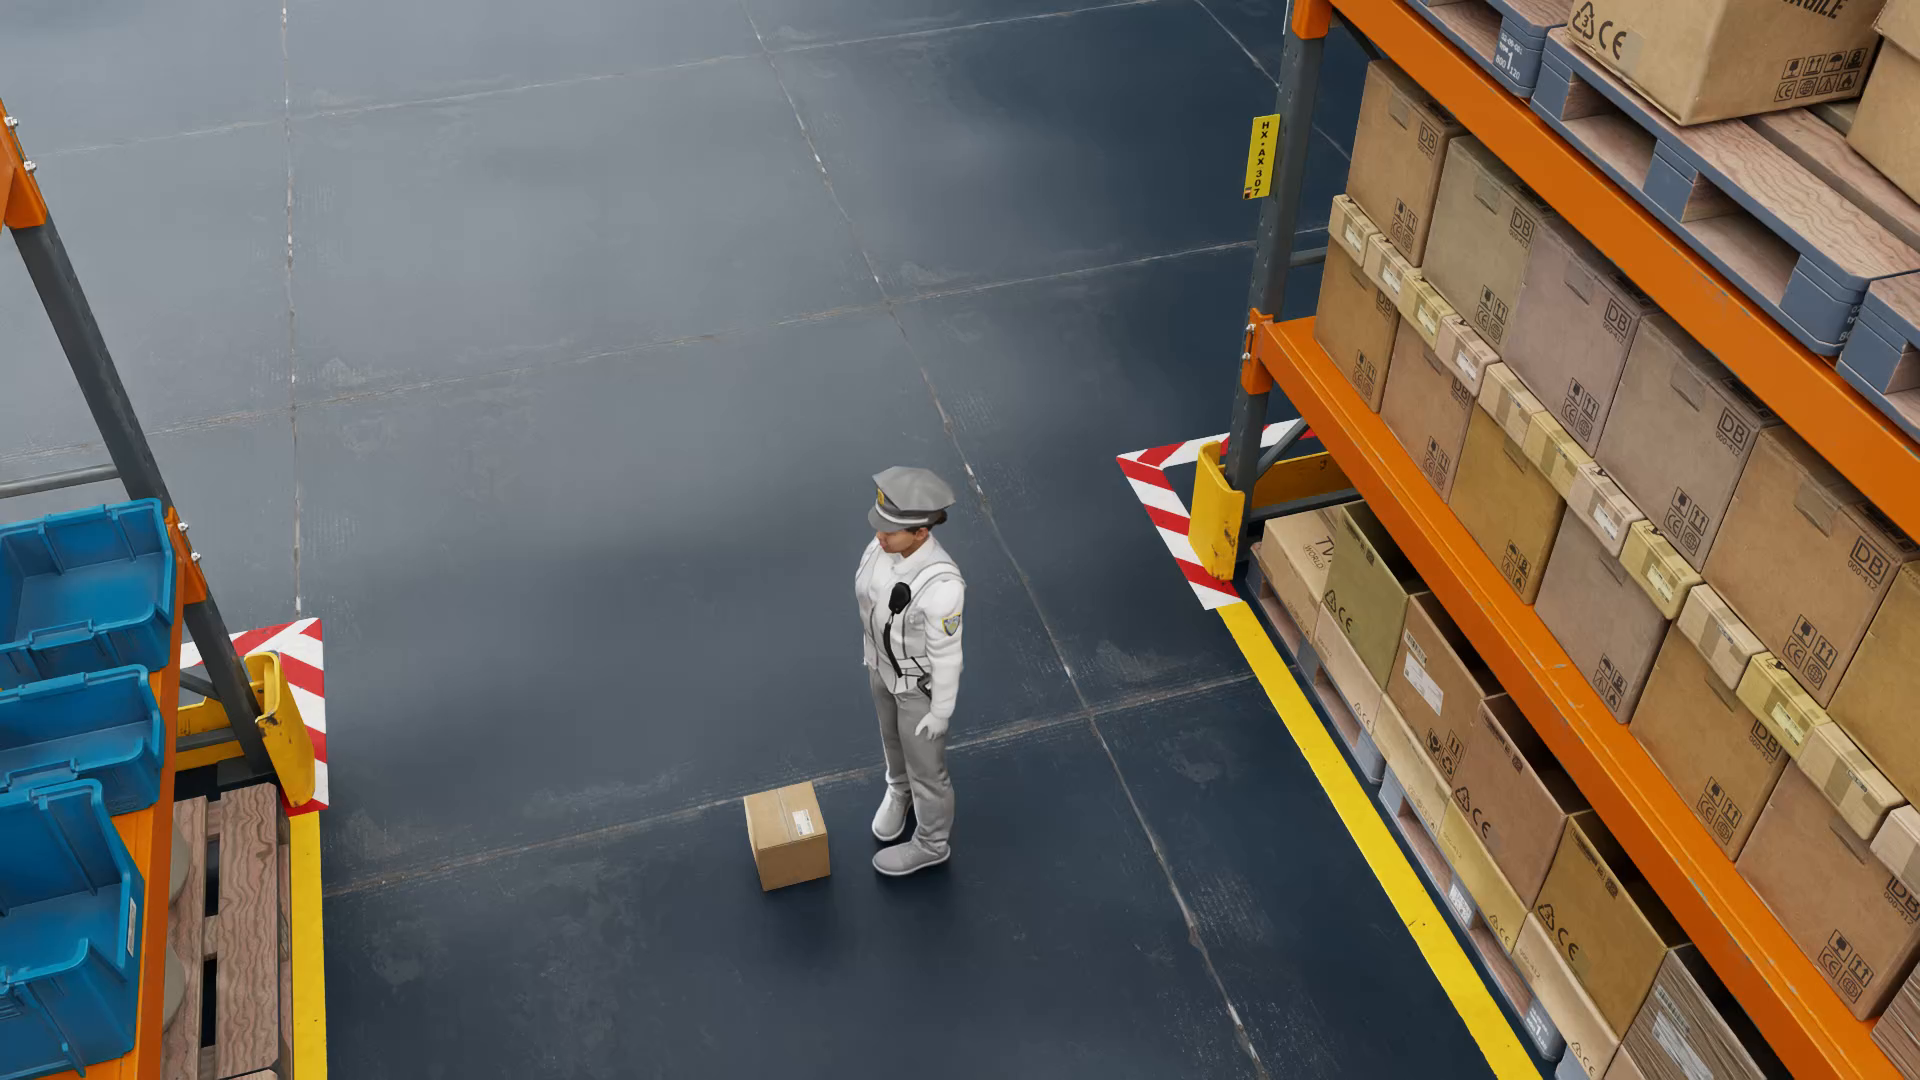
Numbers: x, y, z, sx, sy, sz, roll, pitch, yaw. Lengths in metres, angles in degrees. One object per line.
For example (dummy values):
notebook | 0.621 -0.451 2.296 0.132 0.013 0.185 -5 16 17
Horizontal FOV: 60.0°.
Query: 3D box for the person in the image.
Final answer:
person | -0.193 0.460 5.630 0.388 1.688 0.499 -22 47 -22
